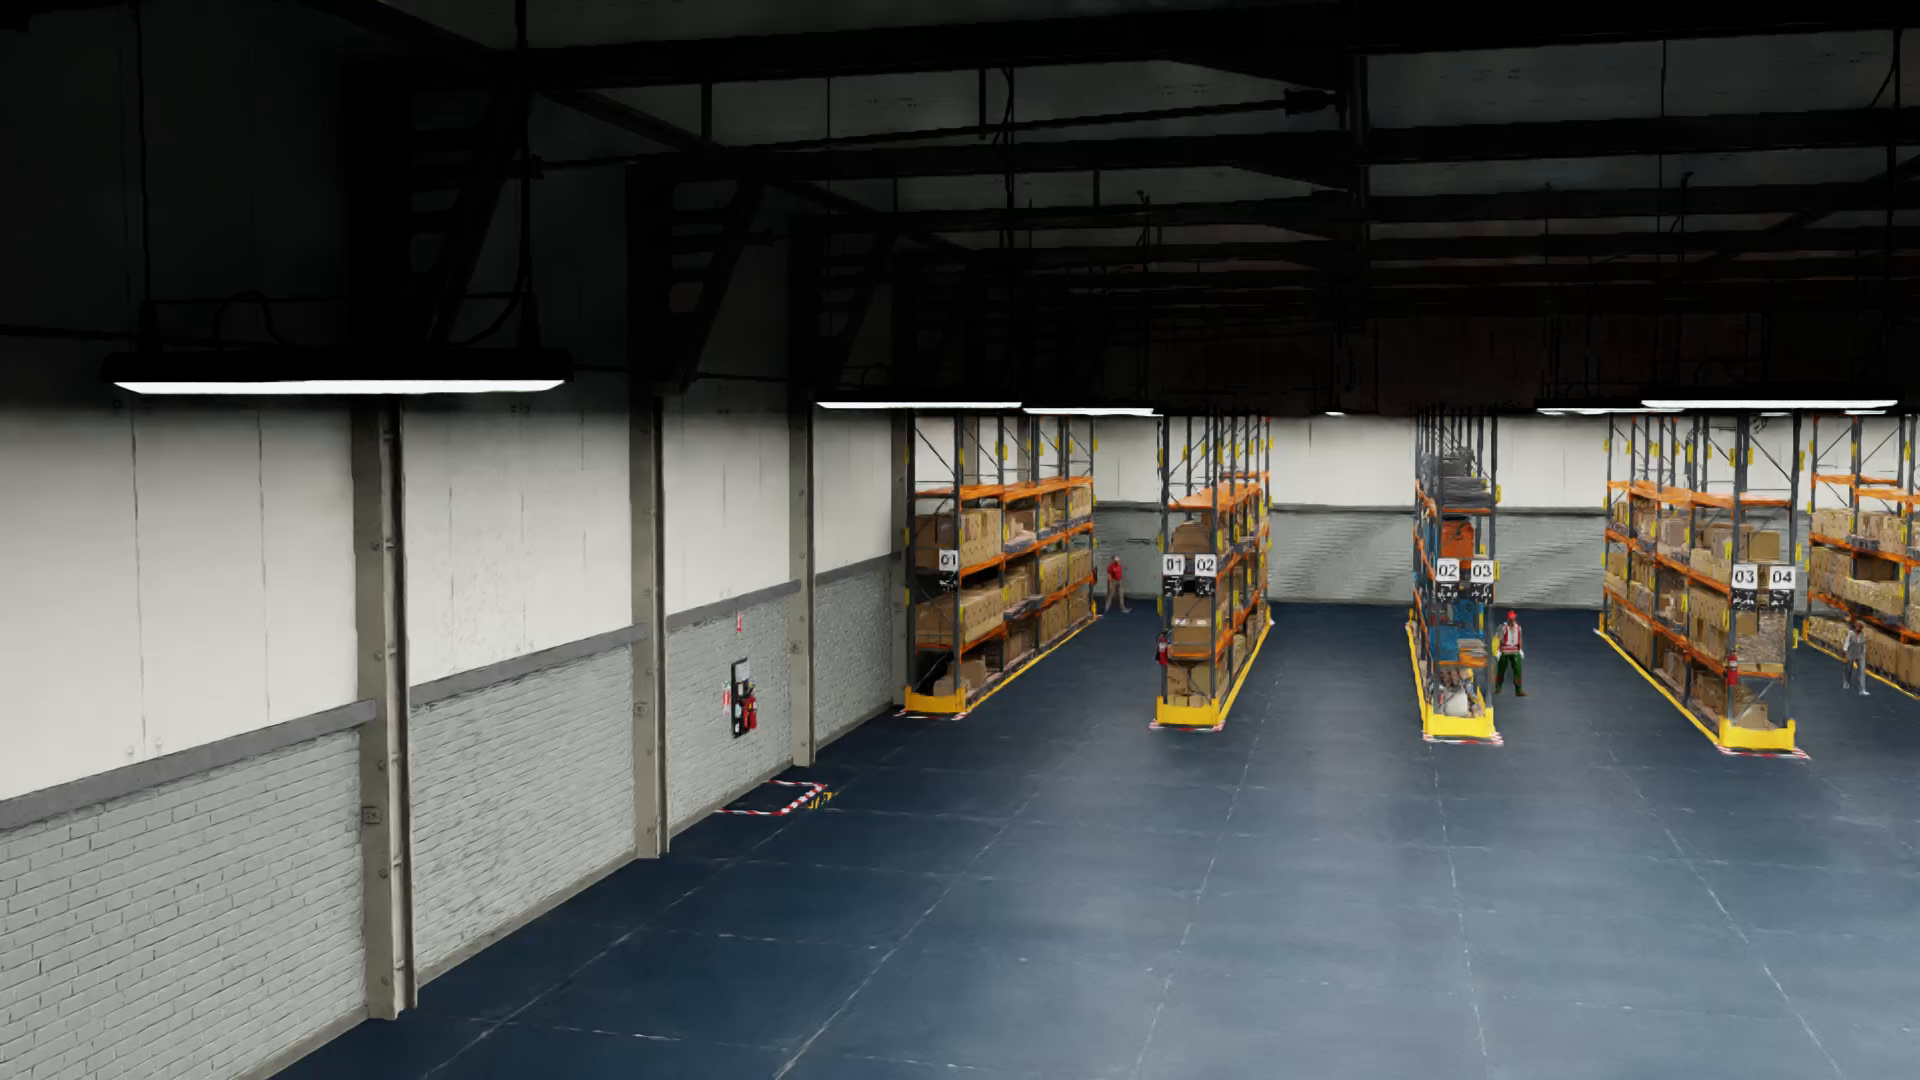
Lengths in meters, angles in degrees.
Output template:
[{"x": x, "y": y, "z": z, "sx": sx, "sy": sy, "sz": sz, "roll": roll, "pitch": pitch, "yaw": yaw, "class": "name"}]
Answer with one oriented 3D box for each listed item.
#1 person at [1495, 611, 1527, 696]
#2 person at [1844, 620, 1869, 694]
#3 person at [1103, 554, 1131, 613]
[{"x": 11.400, "y": 2.335, "z": 34.435, "sx": 0.659, "sy": 1.775, "sz": 0.786, "roll": 0, "pitch": 4, "yaw": -4, "class": "person"}, {"x": 18.700, "y": 2.421, "z": 34.746, "sx": 0.417, "sy": 1.517, "sz": 1.037, "roll": 1, "pitch": 4, "yaw": 16, "class": "person"}, {"x": 4.604, "y": 1.282, "z": 49.069, "sx": 0.772, "sy": 1.719, "sz": 0.581, "roll": -4, "pitch": 5, "yaw": -40, "class": "person"}]
